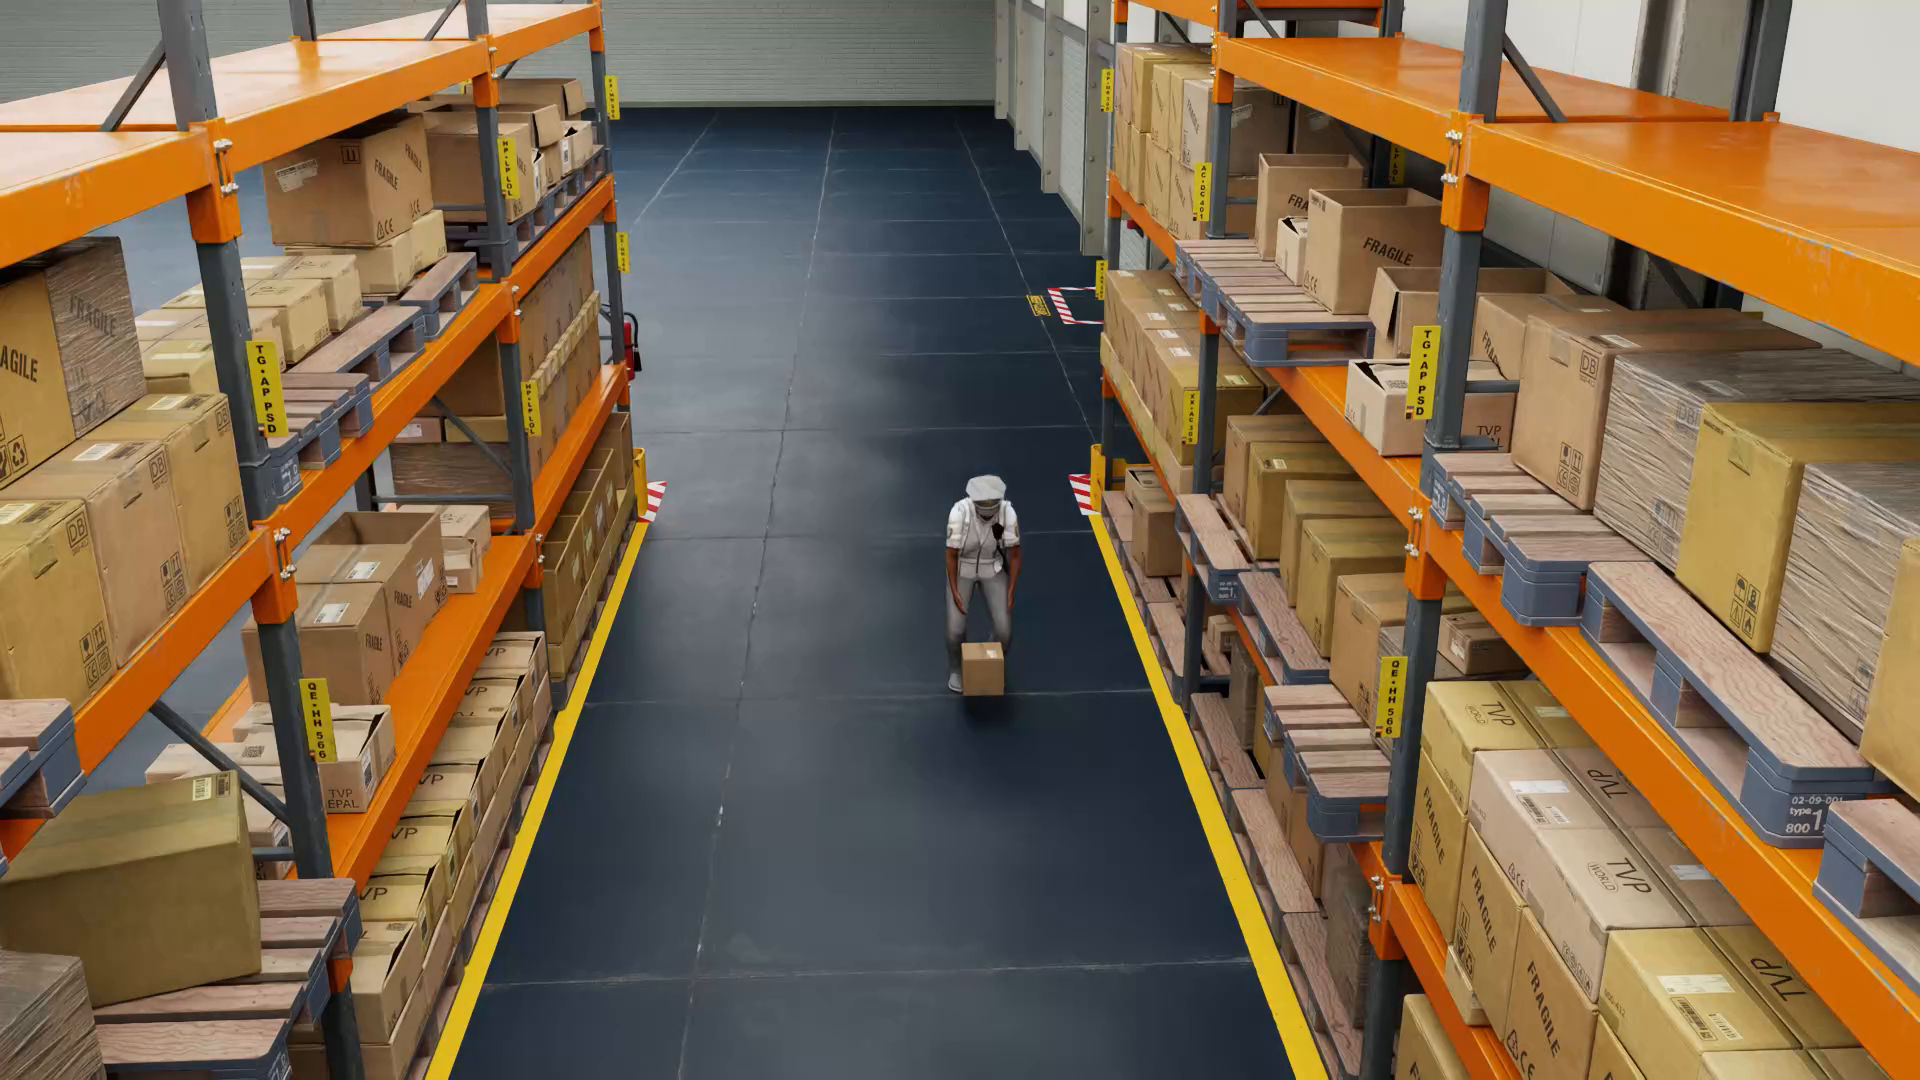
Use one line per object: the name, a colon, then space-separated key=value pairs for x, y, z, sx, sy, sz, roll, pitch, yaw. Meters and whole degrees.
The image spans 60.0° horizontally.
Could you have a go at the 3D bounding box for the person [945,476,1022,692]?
person: x=0.148 y=0.265 z=10.641 sx=0.490 sy=1.487 sz=0.628 roll=-1 pitch=21 yaw=-2
